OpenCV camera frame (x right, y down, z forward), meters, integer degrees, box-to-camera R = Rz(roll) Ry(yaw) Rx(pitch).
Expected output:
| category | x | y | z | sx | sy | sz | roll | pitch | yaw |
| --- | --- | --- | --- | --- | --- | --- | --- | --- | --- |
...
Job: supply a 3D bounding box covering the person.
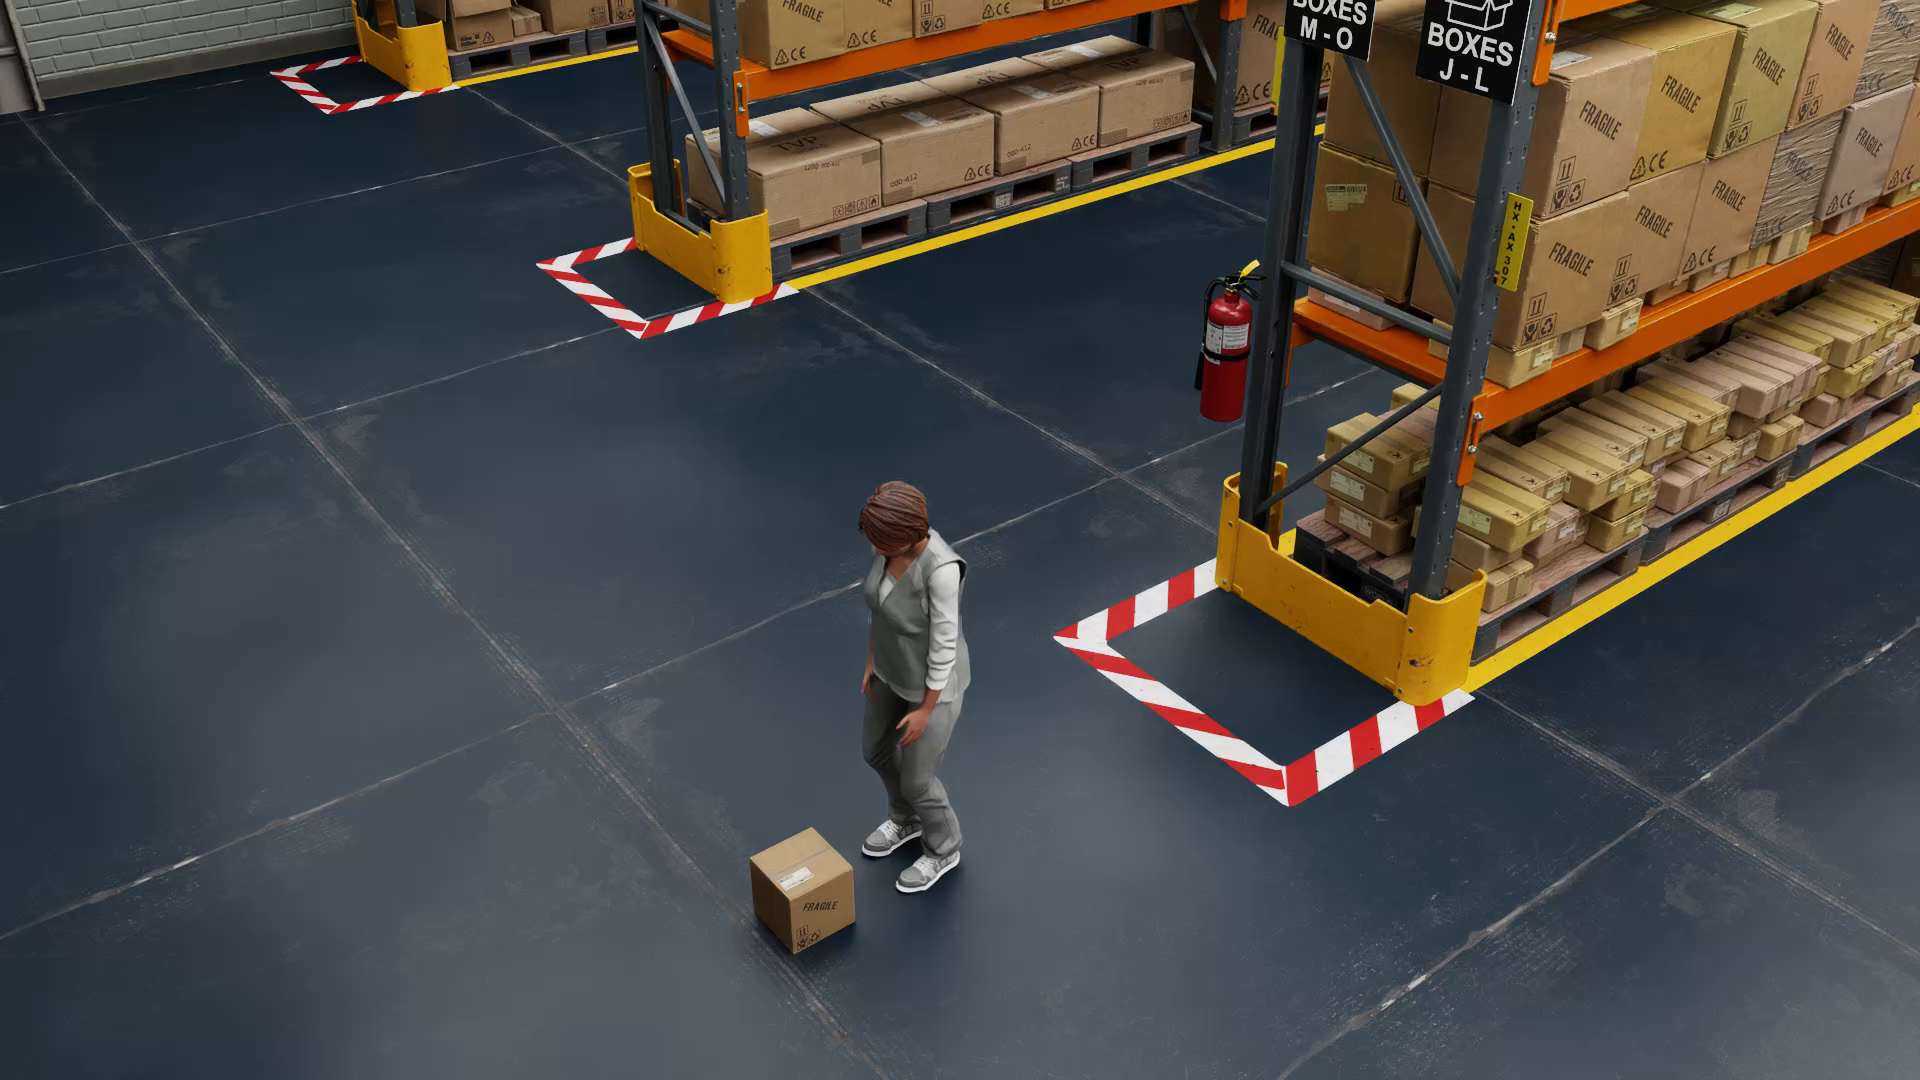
| category | x | y | z | sx | sy | sz | roll | pitch | yaw |
| --- | --- | --- | --- | --- | --- | --- | --- | --- | --- |
| person | -0.145 | 0.477 | 5.440 | 0.368 | 1.567 | 0.423 | -22 | 38 | -30 |
